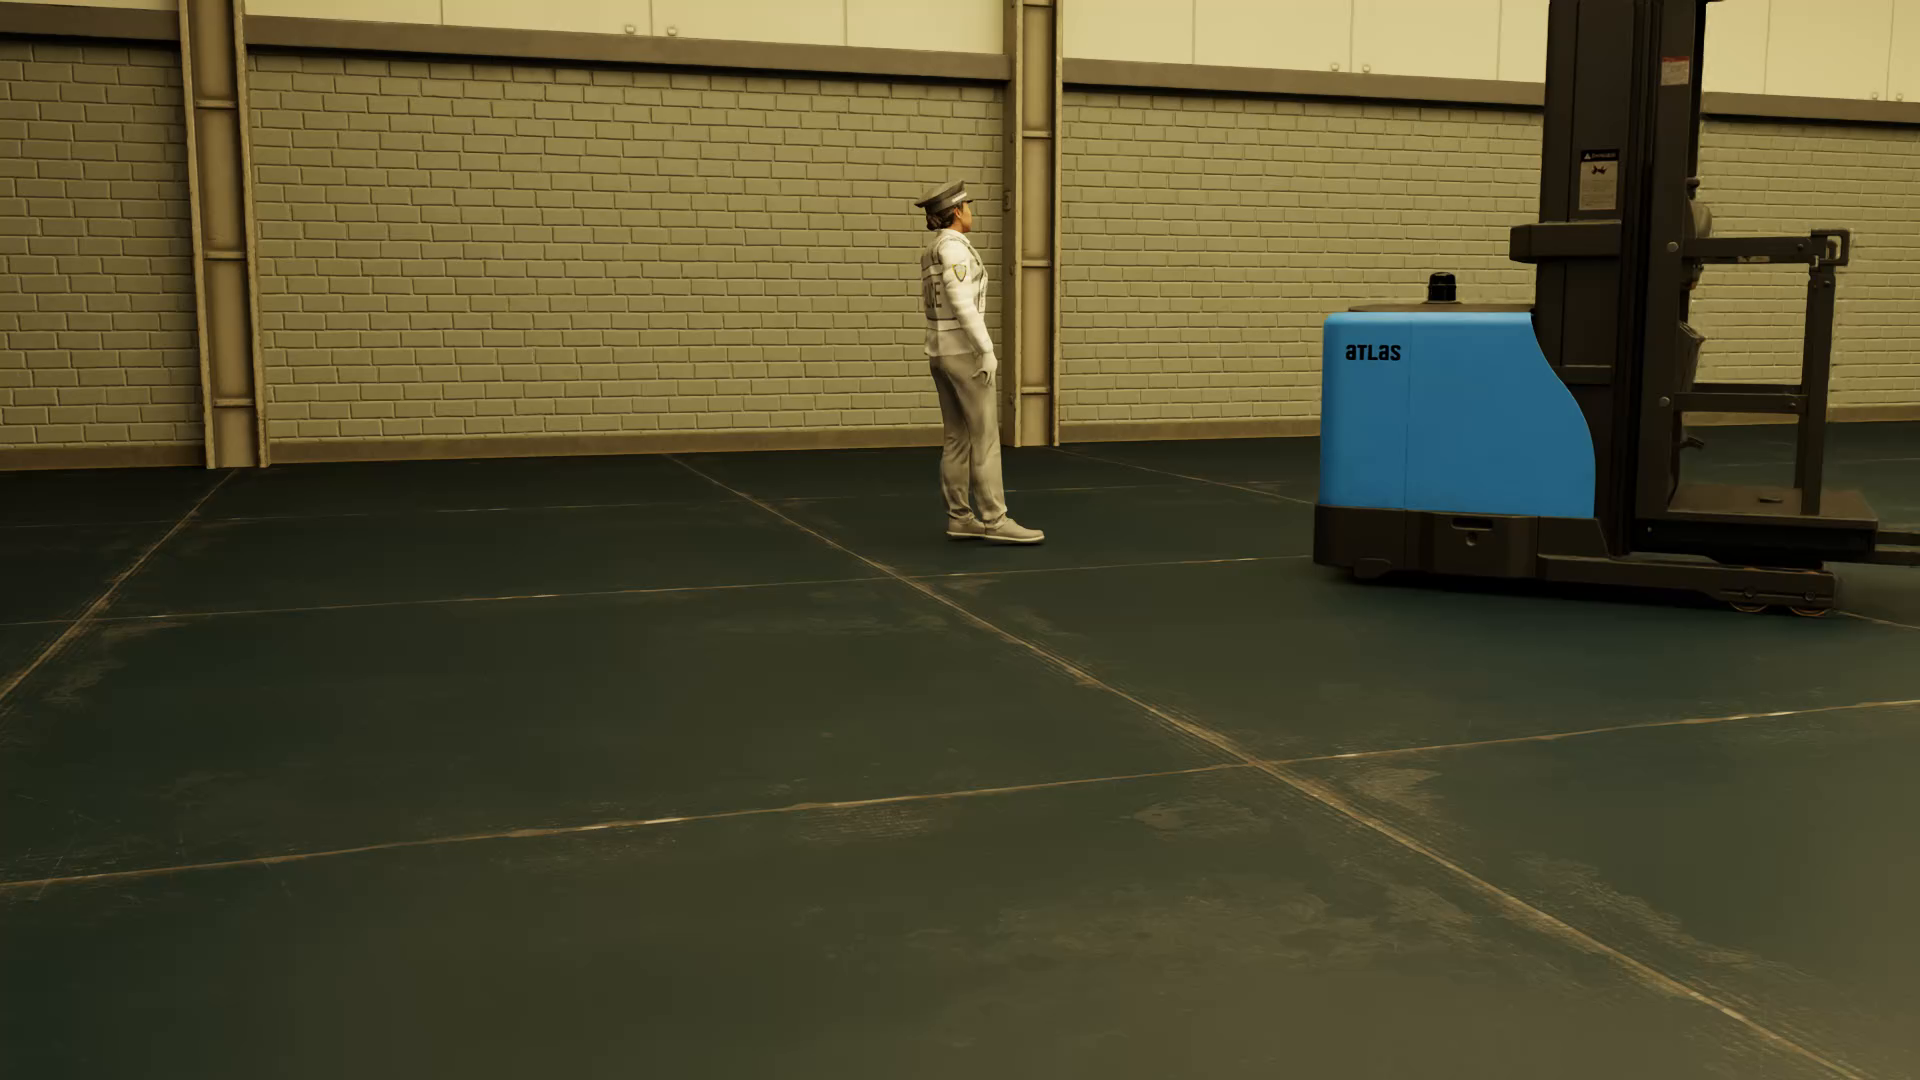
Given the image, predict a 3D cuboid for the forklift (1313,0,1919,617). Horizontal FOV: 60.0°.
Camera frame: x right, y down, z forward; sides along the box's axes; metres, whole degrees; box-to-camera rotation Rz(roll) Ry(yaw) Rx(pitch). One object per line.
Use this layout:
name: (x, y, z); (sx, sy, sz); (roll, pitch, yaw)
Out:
forklift: (2.987, -1.259, 6.306); (3.031, 2.935, 1.130); (4, 9, 25)

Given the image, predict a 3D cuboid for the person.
person: (0.065, -0.849, 7.824); (0.533, 1.696, 0.588); (-3, 8, -18)
